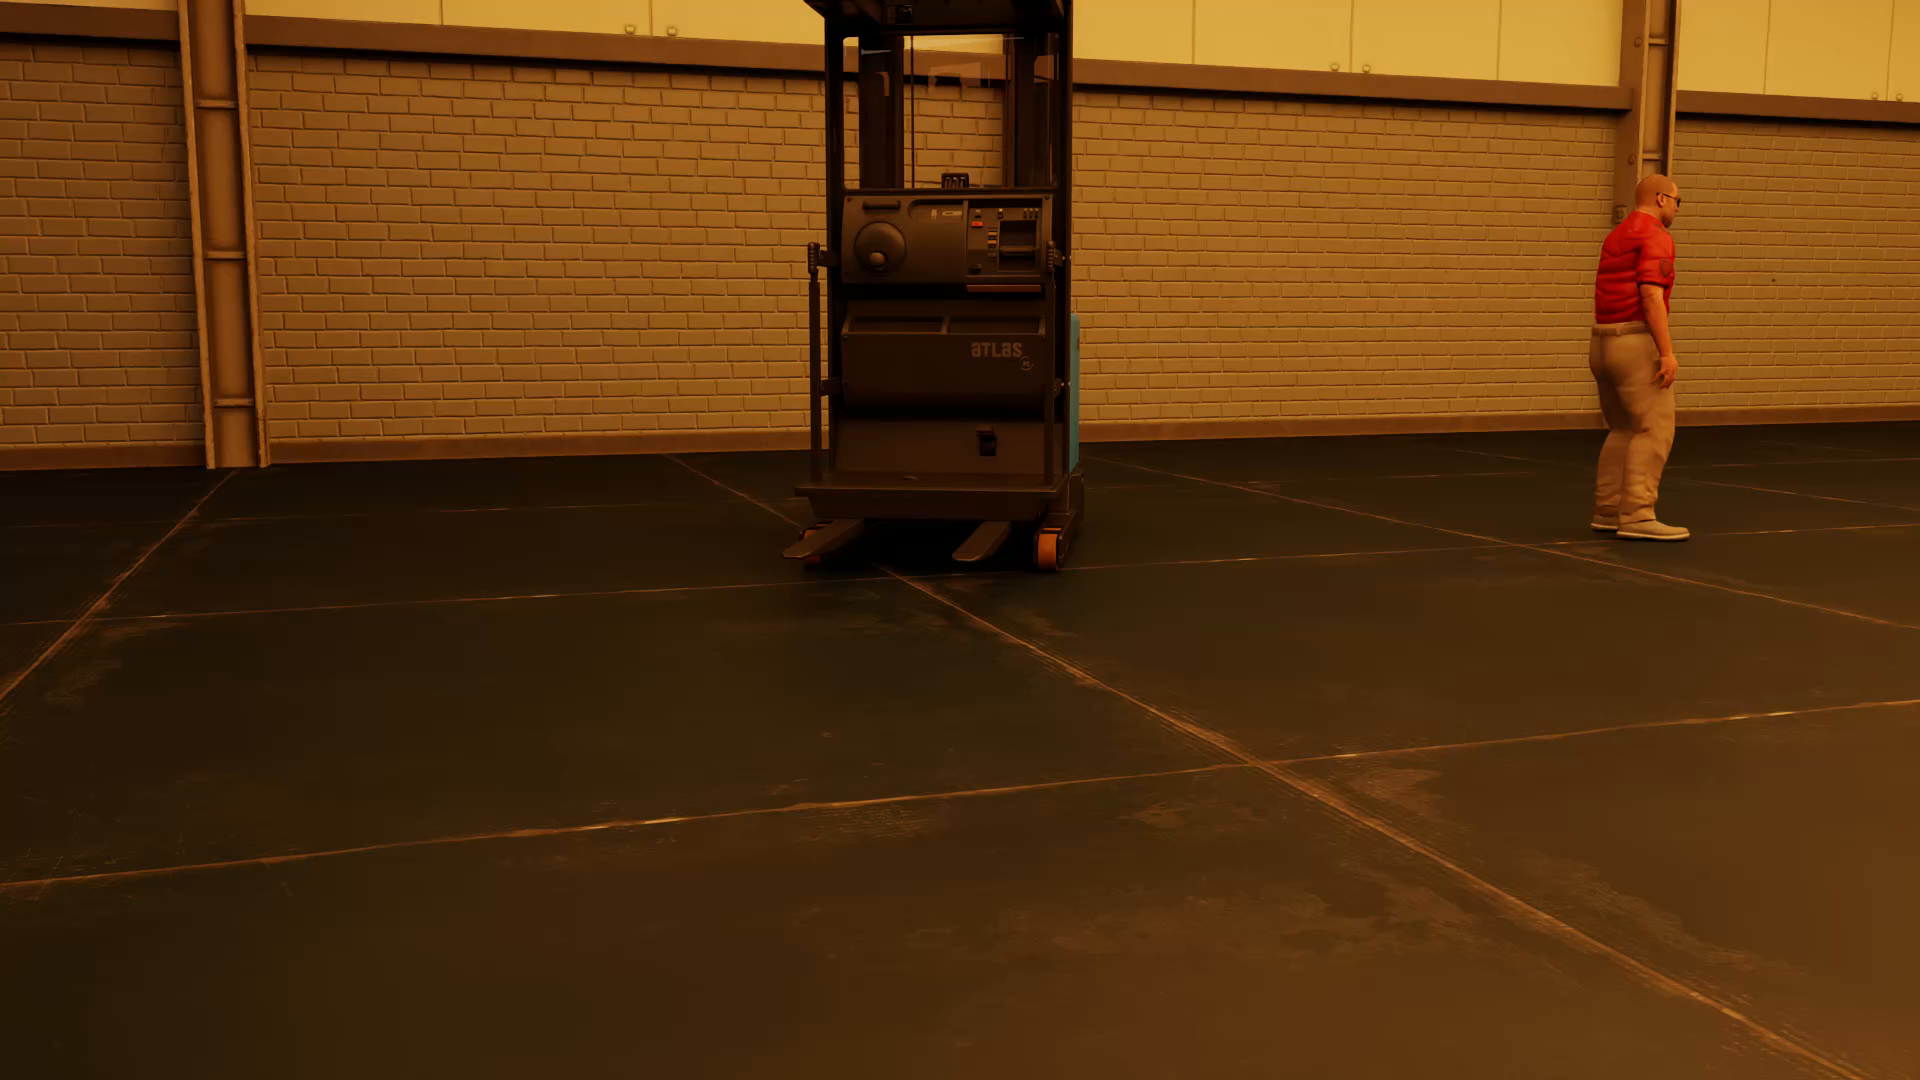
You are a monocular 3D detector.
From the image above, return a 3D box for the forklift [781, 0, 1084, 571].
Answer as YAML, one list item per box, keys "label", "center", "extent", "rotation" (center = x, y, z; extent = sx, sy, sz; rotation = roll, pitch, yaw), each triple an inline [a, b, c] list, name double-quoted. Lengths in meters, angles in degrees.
- label: "forklift"
  center: [-0.085, -1.369, 7.110]
  extent: [1.130, 2.935, 3.031]
  rotation: [1, 8, 8]

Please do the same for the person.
- label: "person"
  center: [3.264, -0.881, 8.003]
  extent: [0.398, 1.727, 0.586]
  rotation: [0, 8, -3]
